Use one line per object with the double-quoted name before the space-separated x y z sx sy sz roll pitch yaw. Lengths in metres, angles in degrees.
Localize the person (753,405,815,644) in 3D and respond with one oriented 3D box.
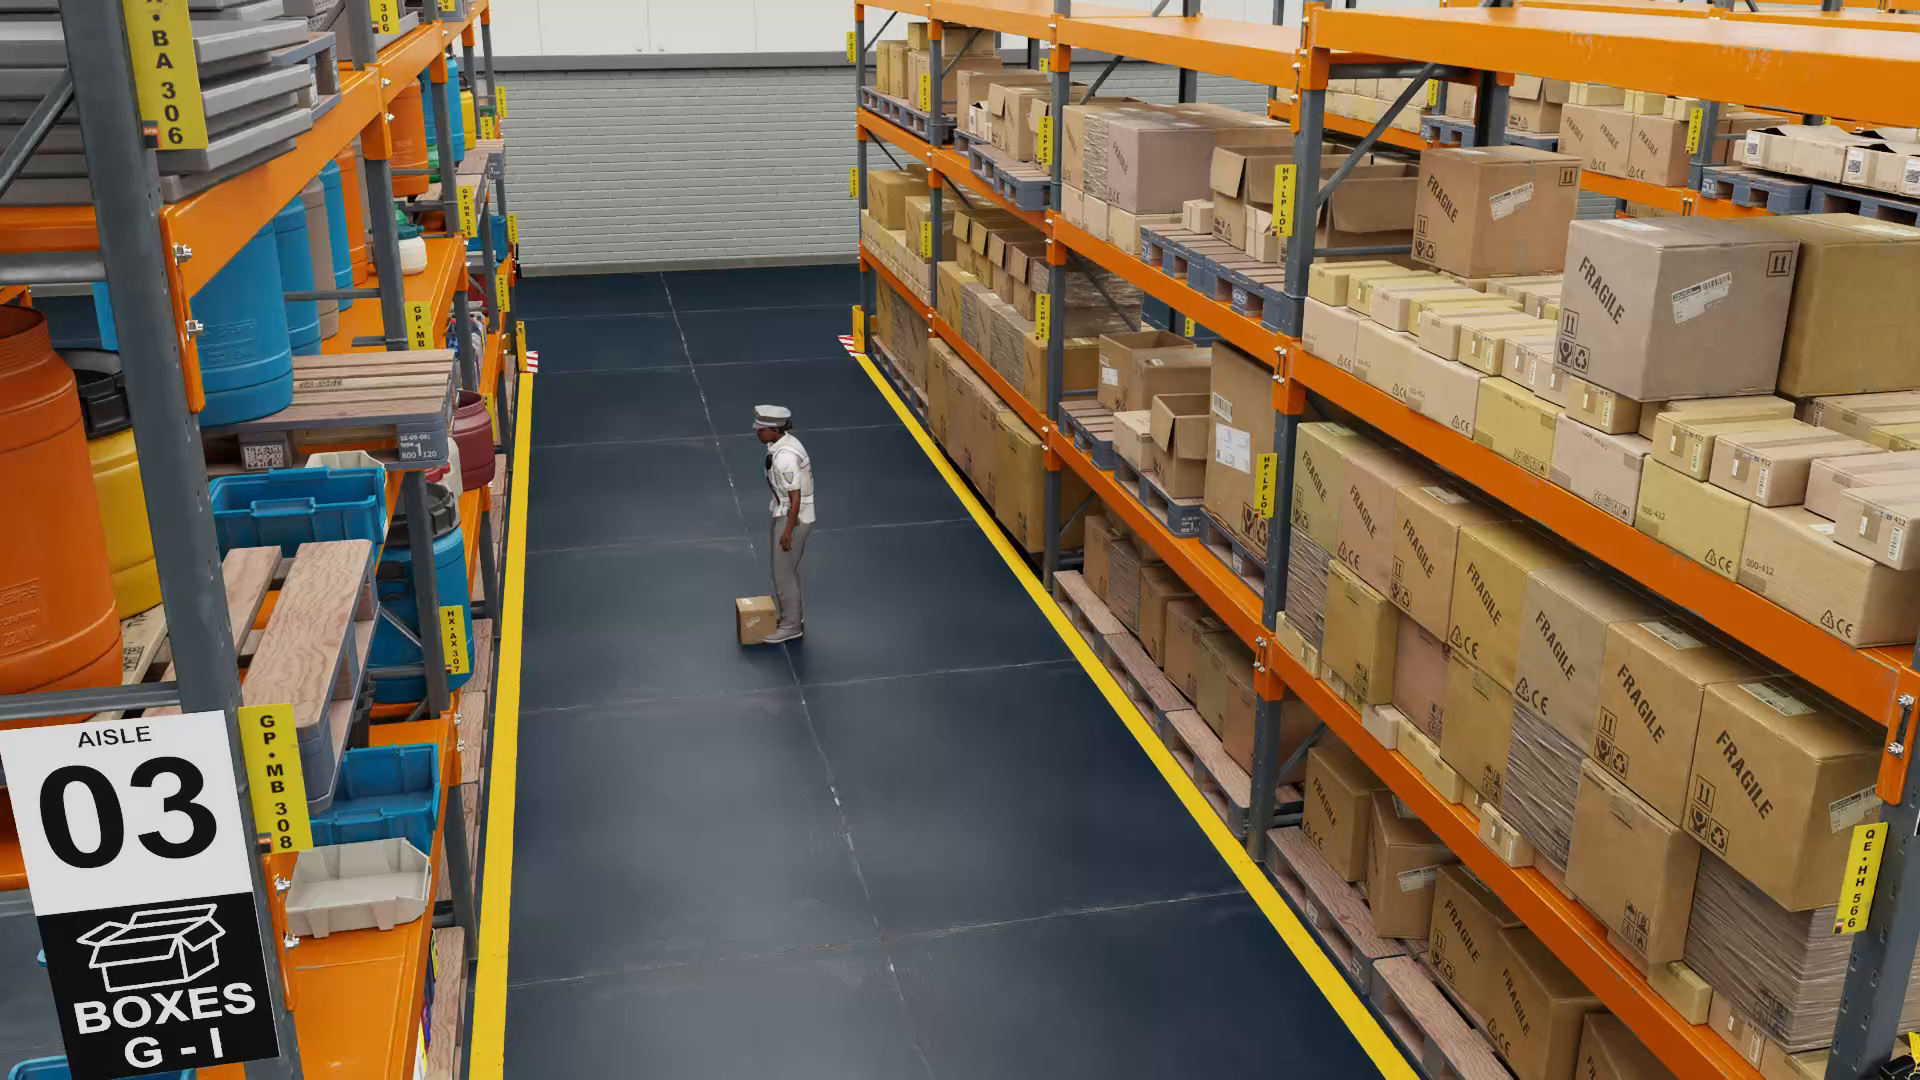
"person" -1.208 -0.124 11.418 0.416 1.657 0.512 -5 20 -13
